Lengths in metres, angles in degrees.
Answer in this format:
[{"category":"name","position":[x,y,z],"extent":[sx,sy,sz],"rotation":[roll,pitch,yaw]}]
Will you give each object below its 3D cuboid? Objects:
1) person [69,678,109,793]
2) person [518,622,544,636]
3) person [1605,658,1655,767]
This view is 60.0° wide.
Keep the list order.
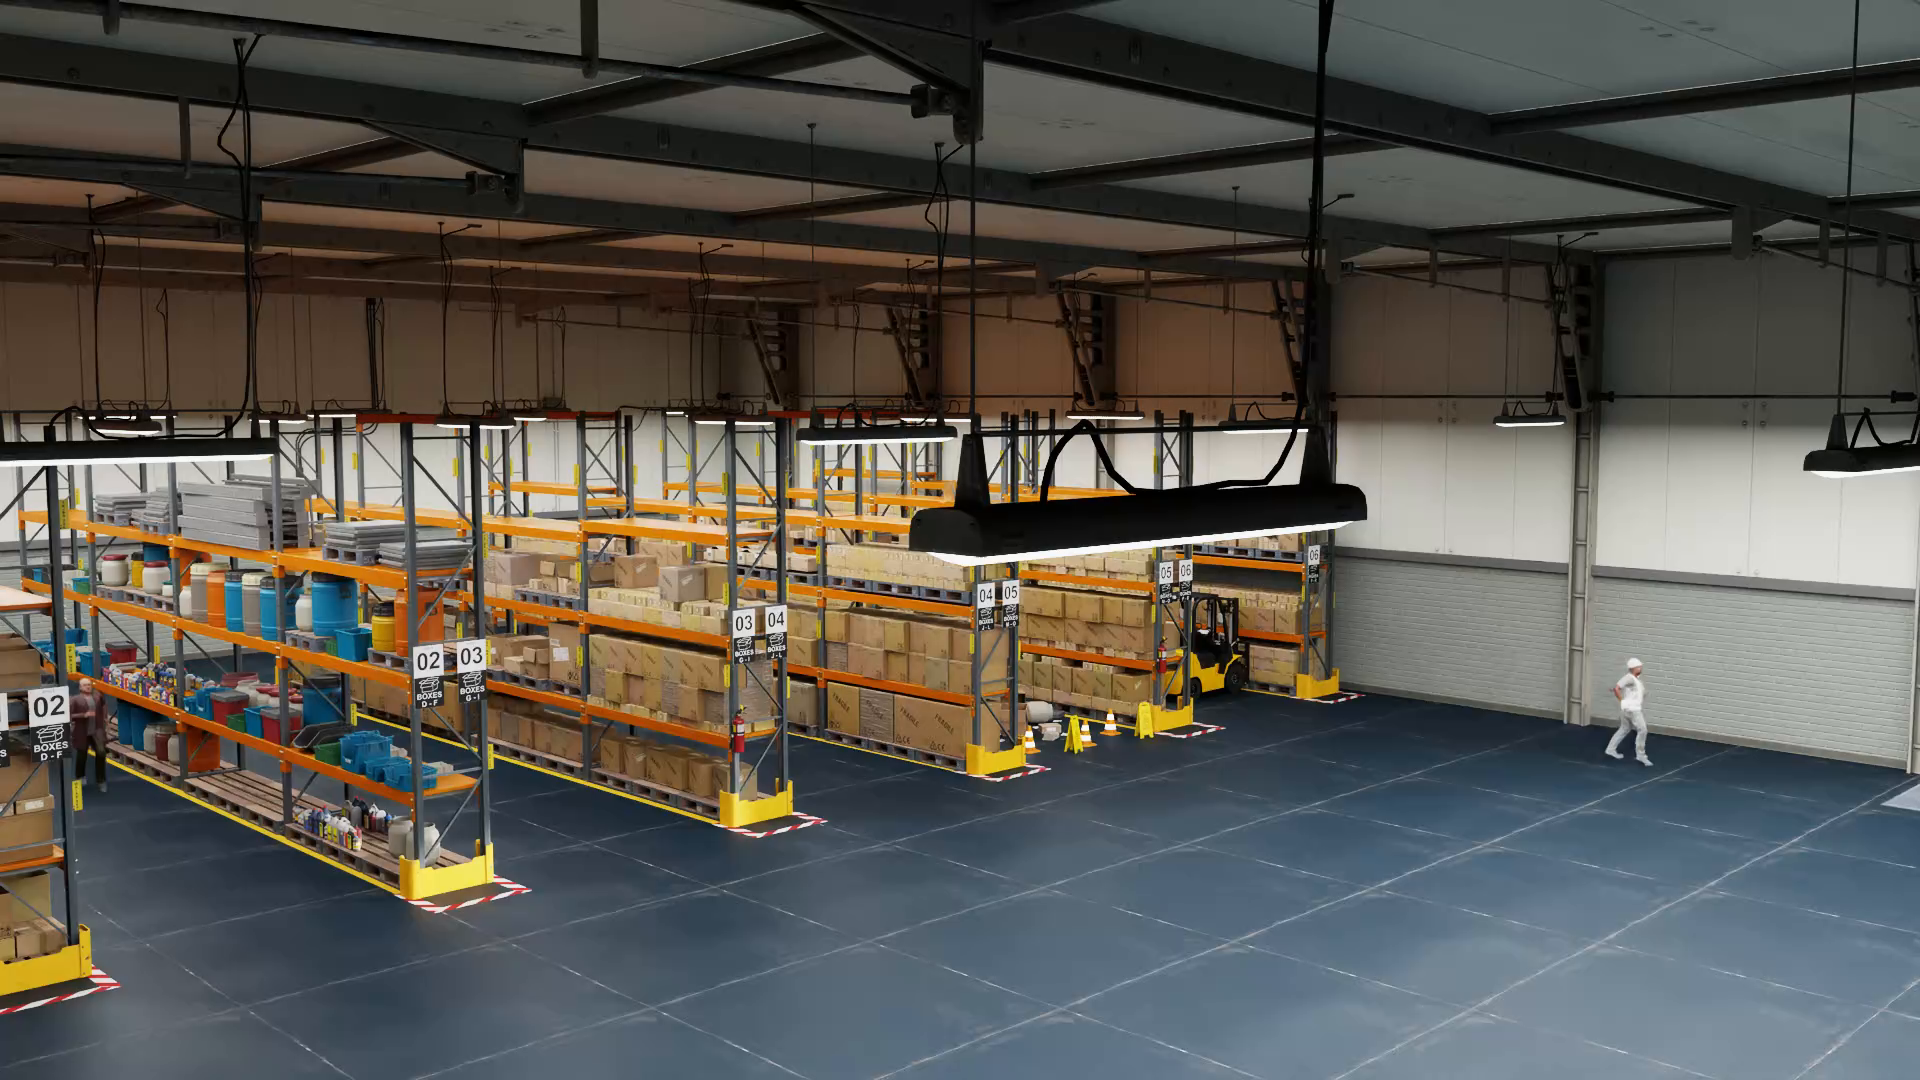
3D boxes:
[{"category":"person","position":[-13.990,3.124,26.684],"extent":[0.677,1.846,0.865],"rotation":[-5,7,-42]},{"category":"person","position":[-10.611,1.928,40.962],"extent":[0.660,1.694,0.782],"rotation":[5,7,44]},{"category":"person","position":[11.554,2.948,28.632],"extent":[0.790,1.836,0.690],"rotation":[2,5,23]}]
